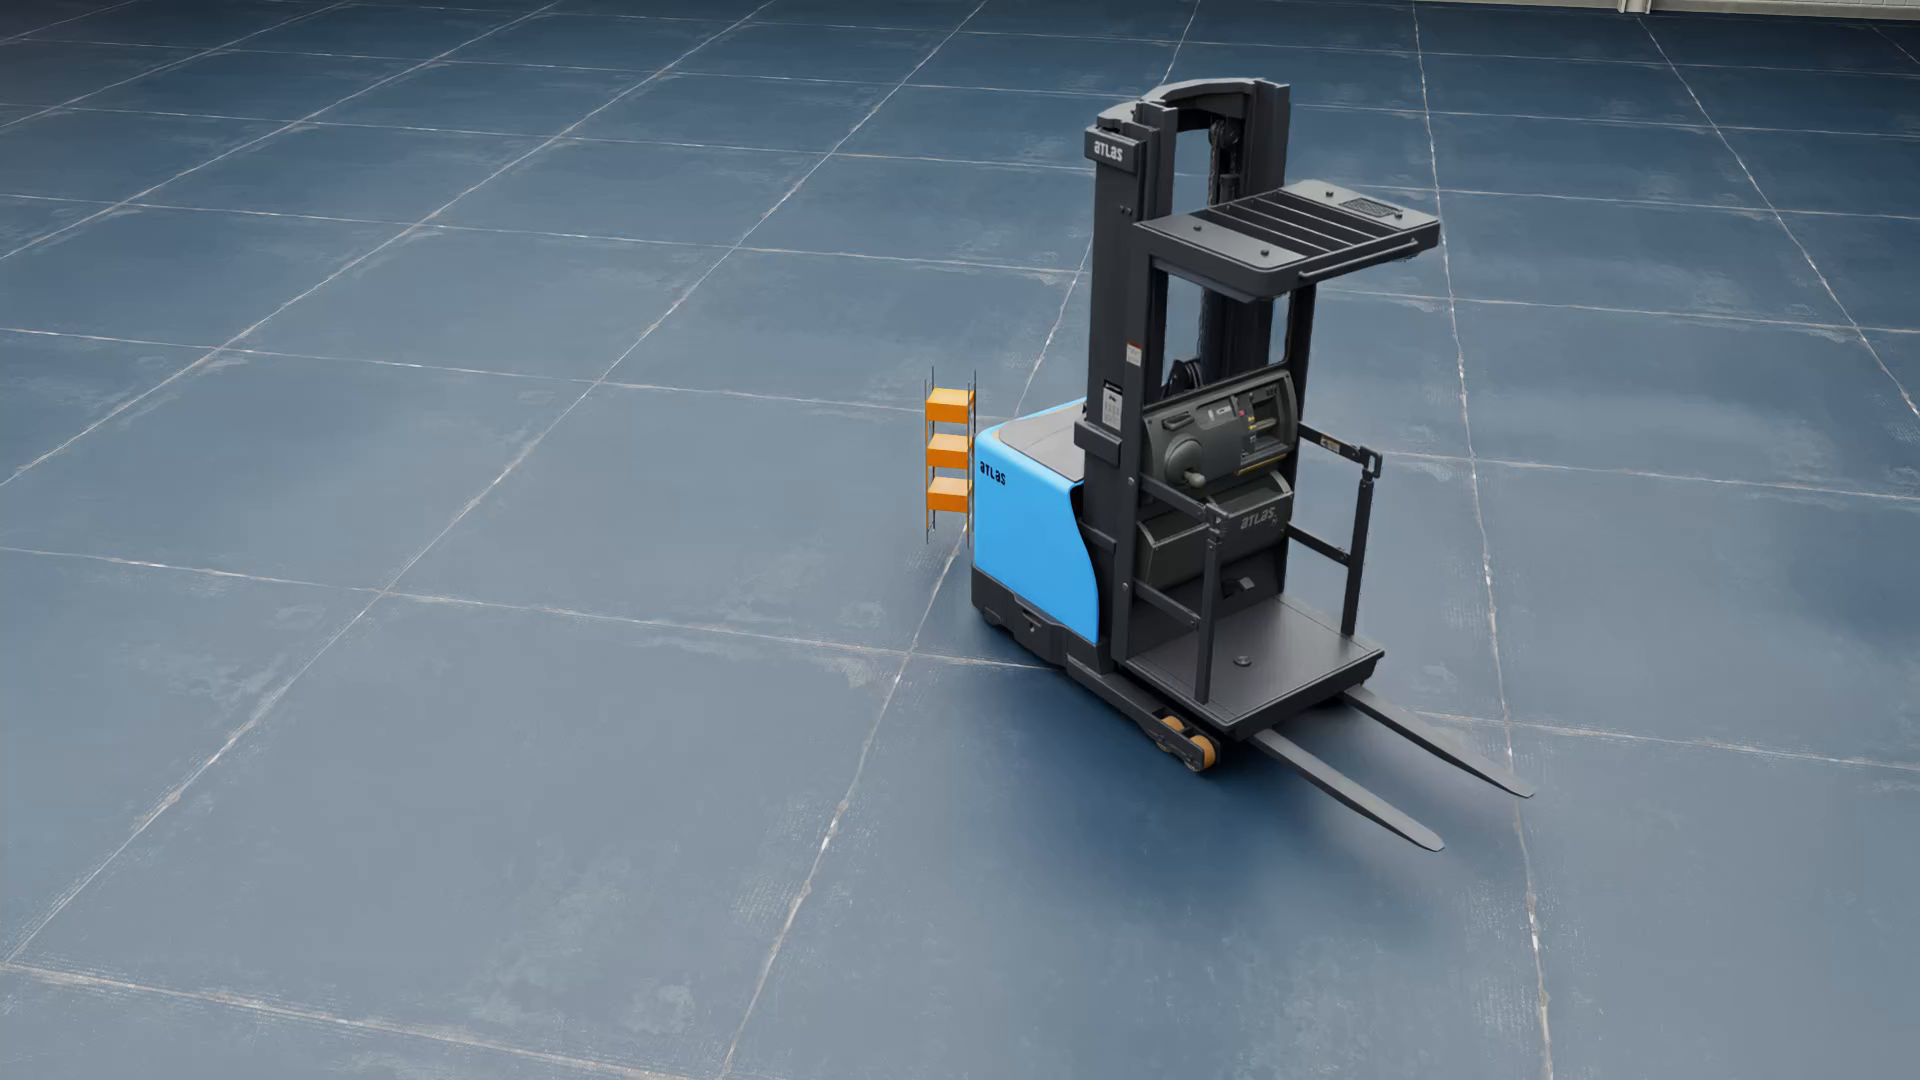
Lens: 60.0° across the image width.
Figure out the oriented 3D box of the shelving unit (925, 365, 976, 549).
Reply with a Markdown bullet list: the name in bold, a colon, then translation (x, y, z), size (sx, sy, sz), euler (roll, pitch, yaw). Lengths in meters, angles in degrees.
- **shelving unit**: translation (-0.052, -0.466, 9.508), size (0.252, 1.050, 0.215), euler (6, 29, 11)

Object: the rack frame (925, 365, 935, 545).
- **rack frame**: translation (-0.172, -0.478, 9.530), size (0.008, 1.050, 0.200), euler (6, 29, 11)

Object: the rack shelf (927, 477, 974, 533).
- **rack shelf**: translation (-0.052, -0.213, 9.646), size (0.240, 0.259, 0.215), euler (6, 29, 11)

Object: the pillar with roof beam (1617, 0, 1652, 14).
- **pillar with roof beam**: translation (8.529, -9.336, 17.433), size (0.400, 9.000, 9.100), euler (6, 29, 11)

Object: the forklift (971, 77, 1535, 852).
- **forklift**: translation (1.345, -0.472, 7.559), size (1.130, 2.935, 3.031), euler (-20, 34, -32)

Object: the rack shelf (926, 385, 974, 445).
- **rack shelf**: translation (-0.052, -0.705, 9.377), size (0.240, 0.259, 0.215), euler (6, 29, 11)

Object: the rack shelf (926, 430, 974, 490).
- **rack shelf**: translation (-0.052, -0.457, 9.513), size (0.240, 0.259, 0.215), euler (6, 29, 11)

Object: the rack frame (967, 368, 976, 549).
- **rack frame**: translation (0.067, -0.454, 9.485), size (0.008, 1.050, 0.200), euler (6, 29, 11)
